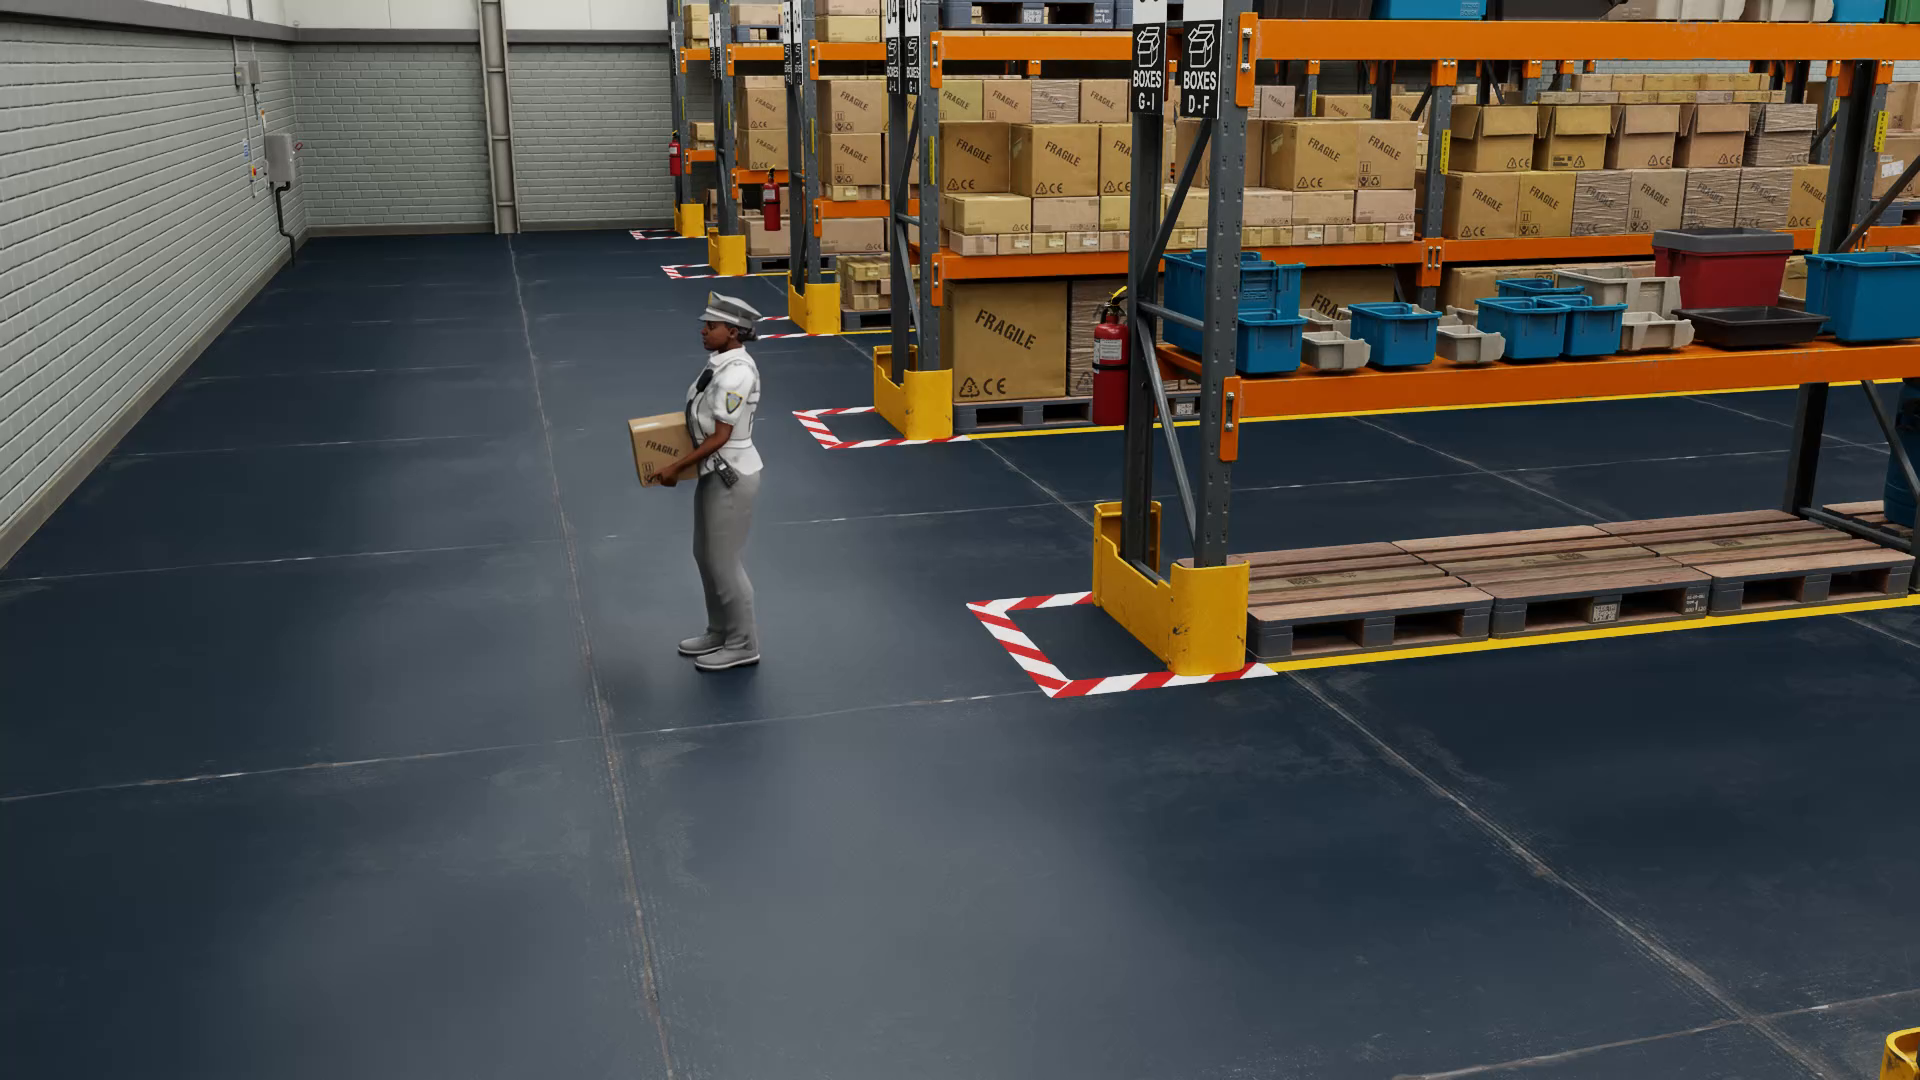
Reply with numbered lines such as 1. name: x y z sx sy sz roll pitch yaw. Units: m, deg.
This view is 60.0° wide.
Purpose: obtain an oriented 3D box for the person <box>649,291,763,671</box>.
1. person: -1.131 -0.268 7.422 0.527 1.689 0.451 -4 17 -14
